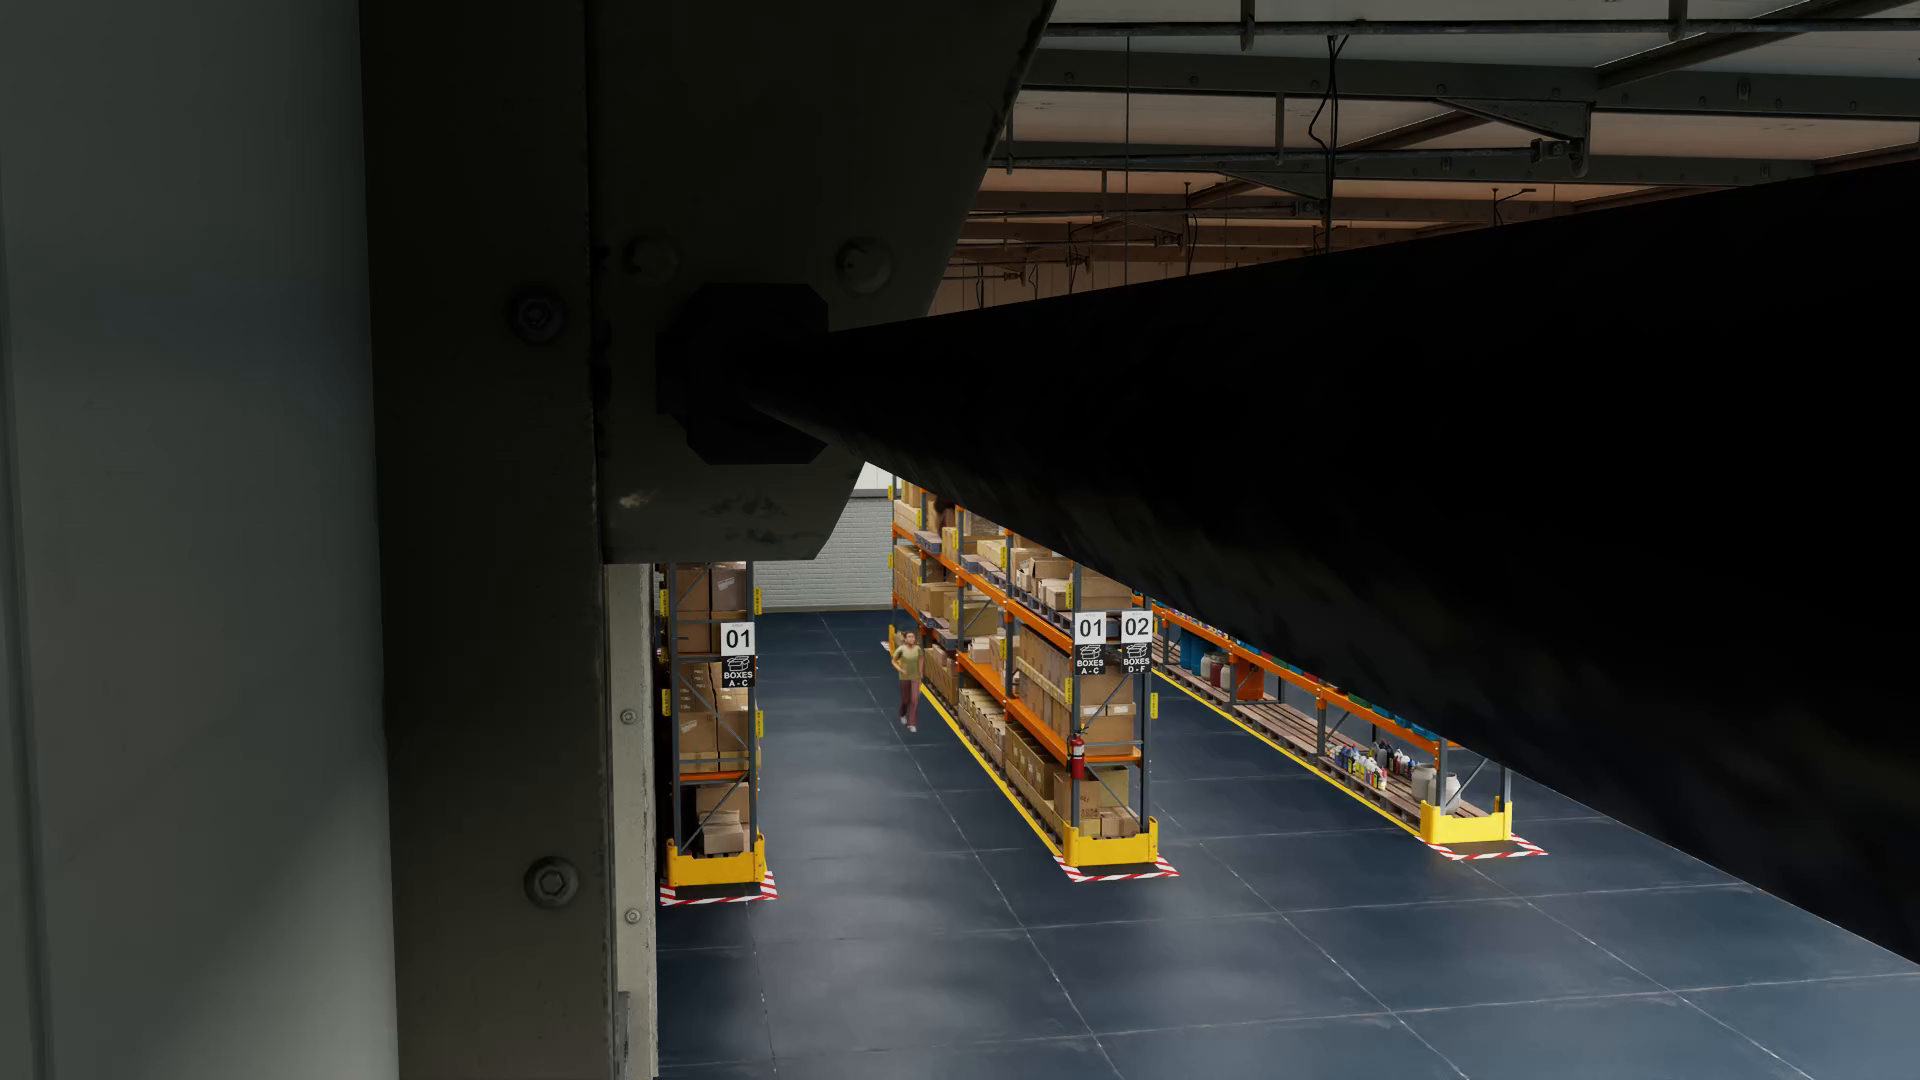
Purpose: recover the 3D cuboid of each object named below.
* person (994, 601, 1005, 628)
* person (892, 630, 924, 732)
[{"bbox_3d":[0.898,1.528,36.456,0.716,1.771,0.746,-3,7,-25],"label":"person"},{"bbox_3d":[-0.855,2.325,27.796,0.583,1.657,0.801,-2,6,-15],"label":"person"}]
